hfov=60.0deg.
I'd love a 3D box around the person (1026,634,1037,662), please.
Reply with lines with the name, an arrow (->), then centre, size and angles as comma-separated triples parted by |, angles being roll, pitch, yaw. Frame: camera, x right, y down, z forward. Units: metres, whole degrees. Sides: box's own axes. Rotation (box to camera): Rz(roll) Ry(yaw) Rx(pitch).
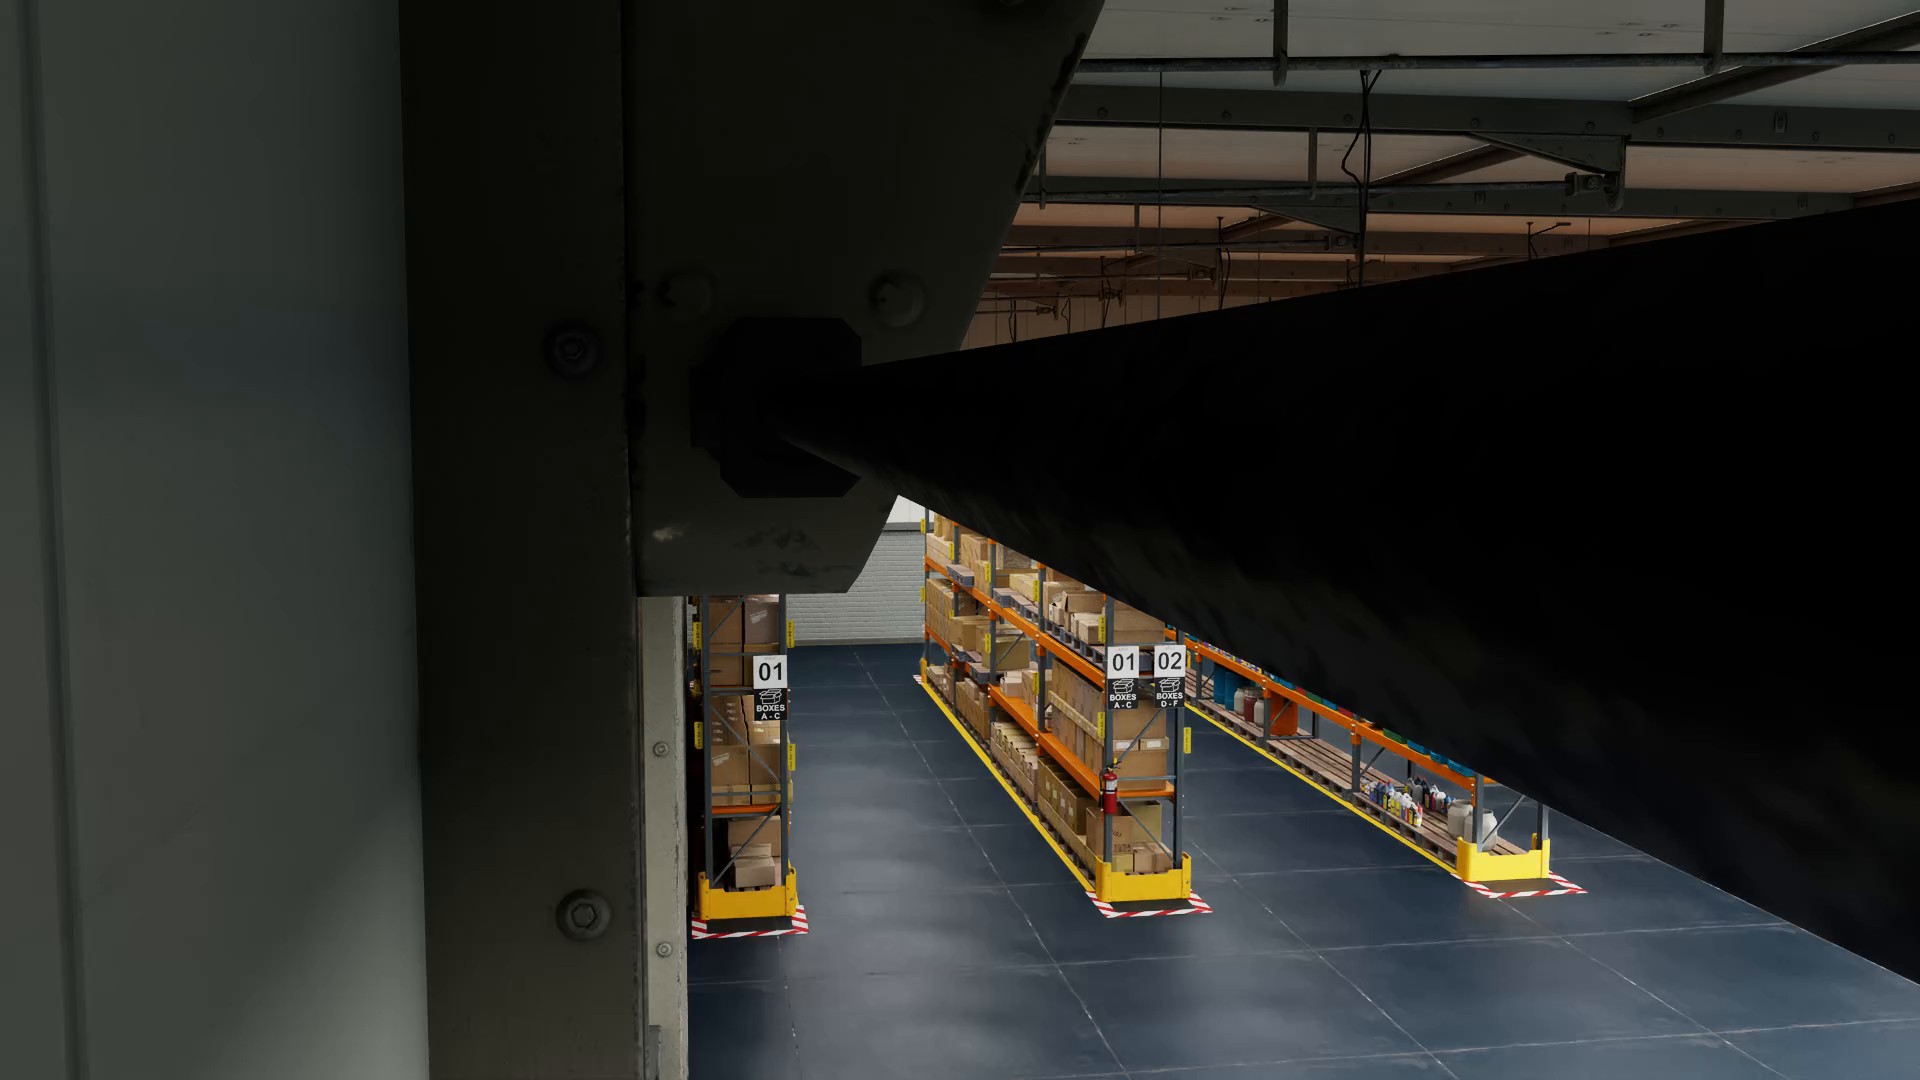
person -> 1.556, 2.242, 36.662 | 0.684, 1.825, 0.810 | -3, 6, -33
